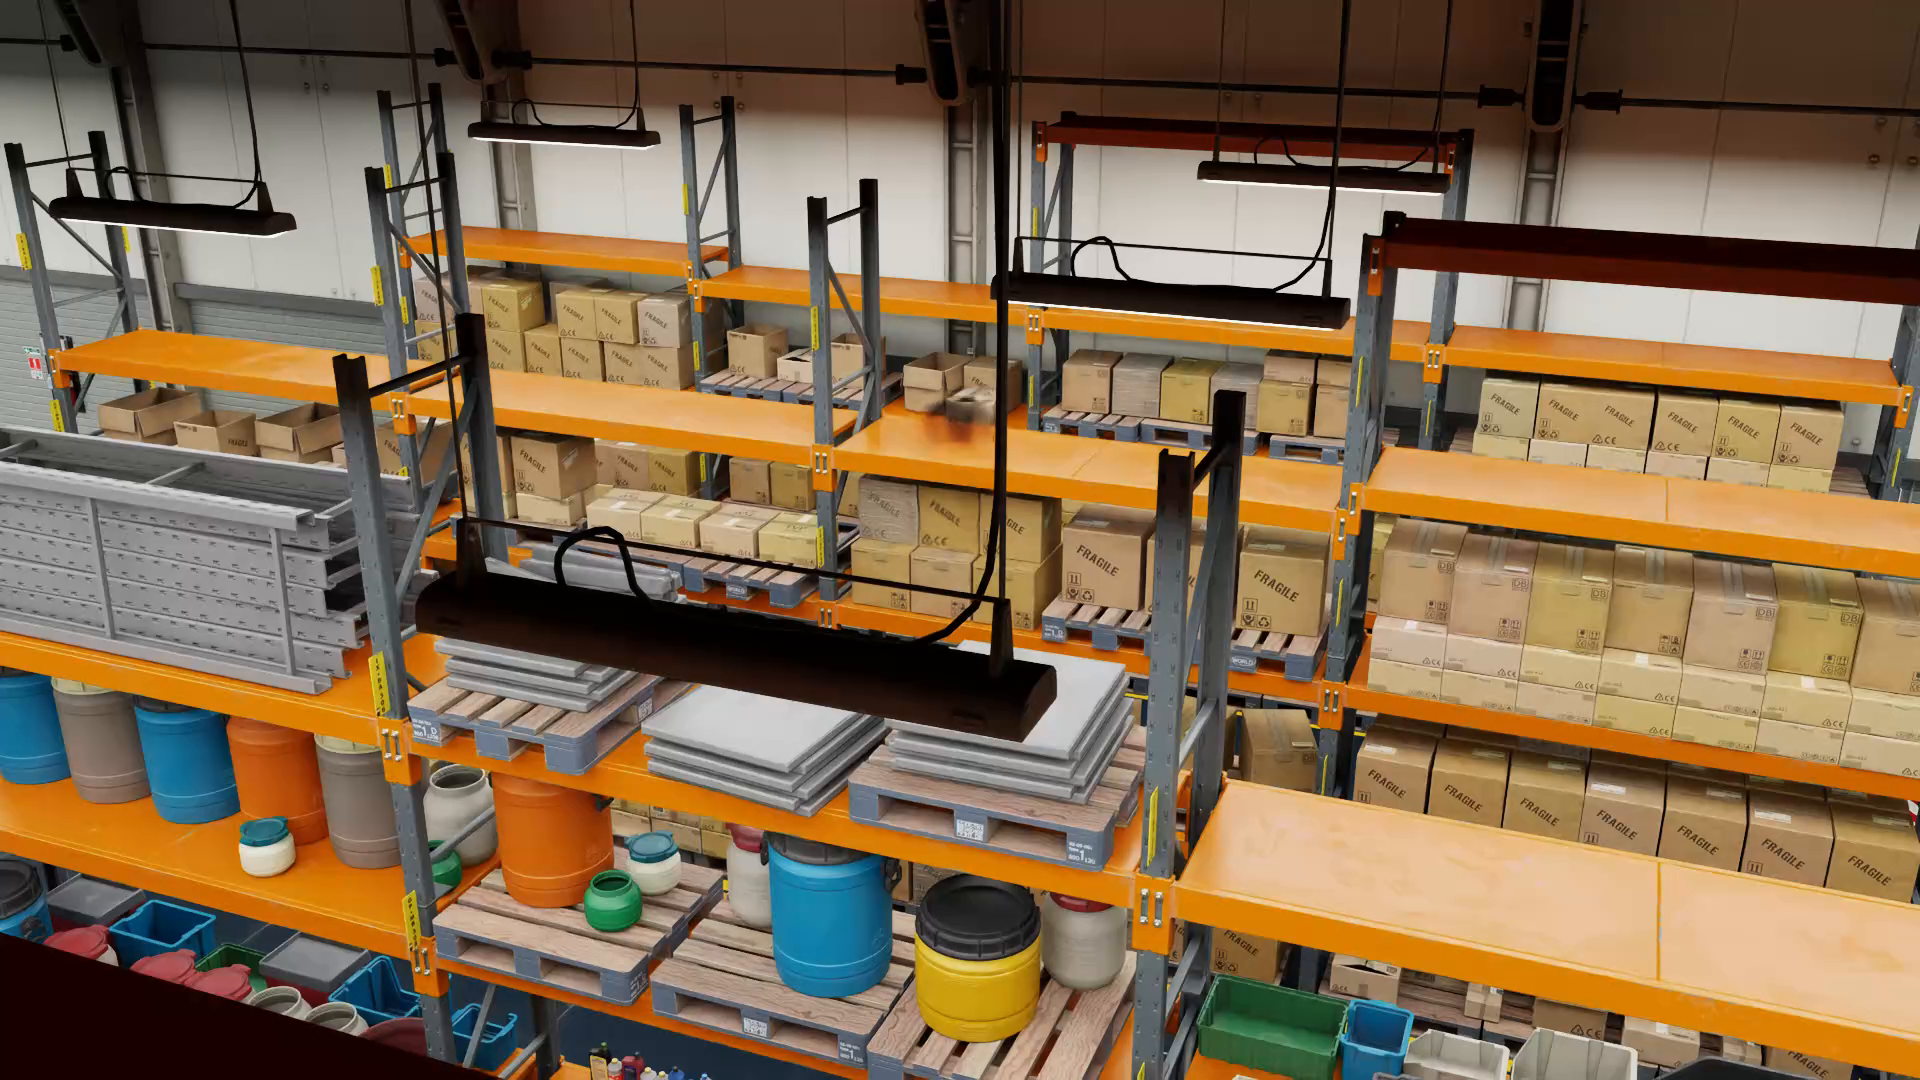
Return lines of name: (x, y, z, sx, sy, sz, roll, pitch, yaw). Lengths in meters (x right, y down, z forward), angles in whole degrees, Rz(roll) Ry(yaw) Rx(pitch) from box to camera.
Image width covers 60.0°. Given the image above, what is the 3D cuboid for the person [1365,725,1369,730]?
person: (3.895, 1.990, 14.846, 0.833, 1.703, 0.611, 10, 23, 24)
